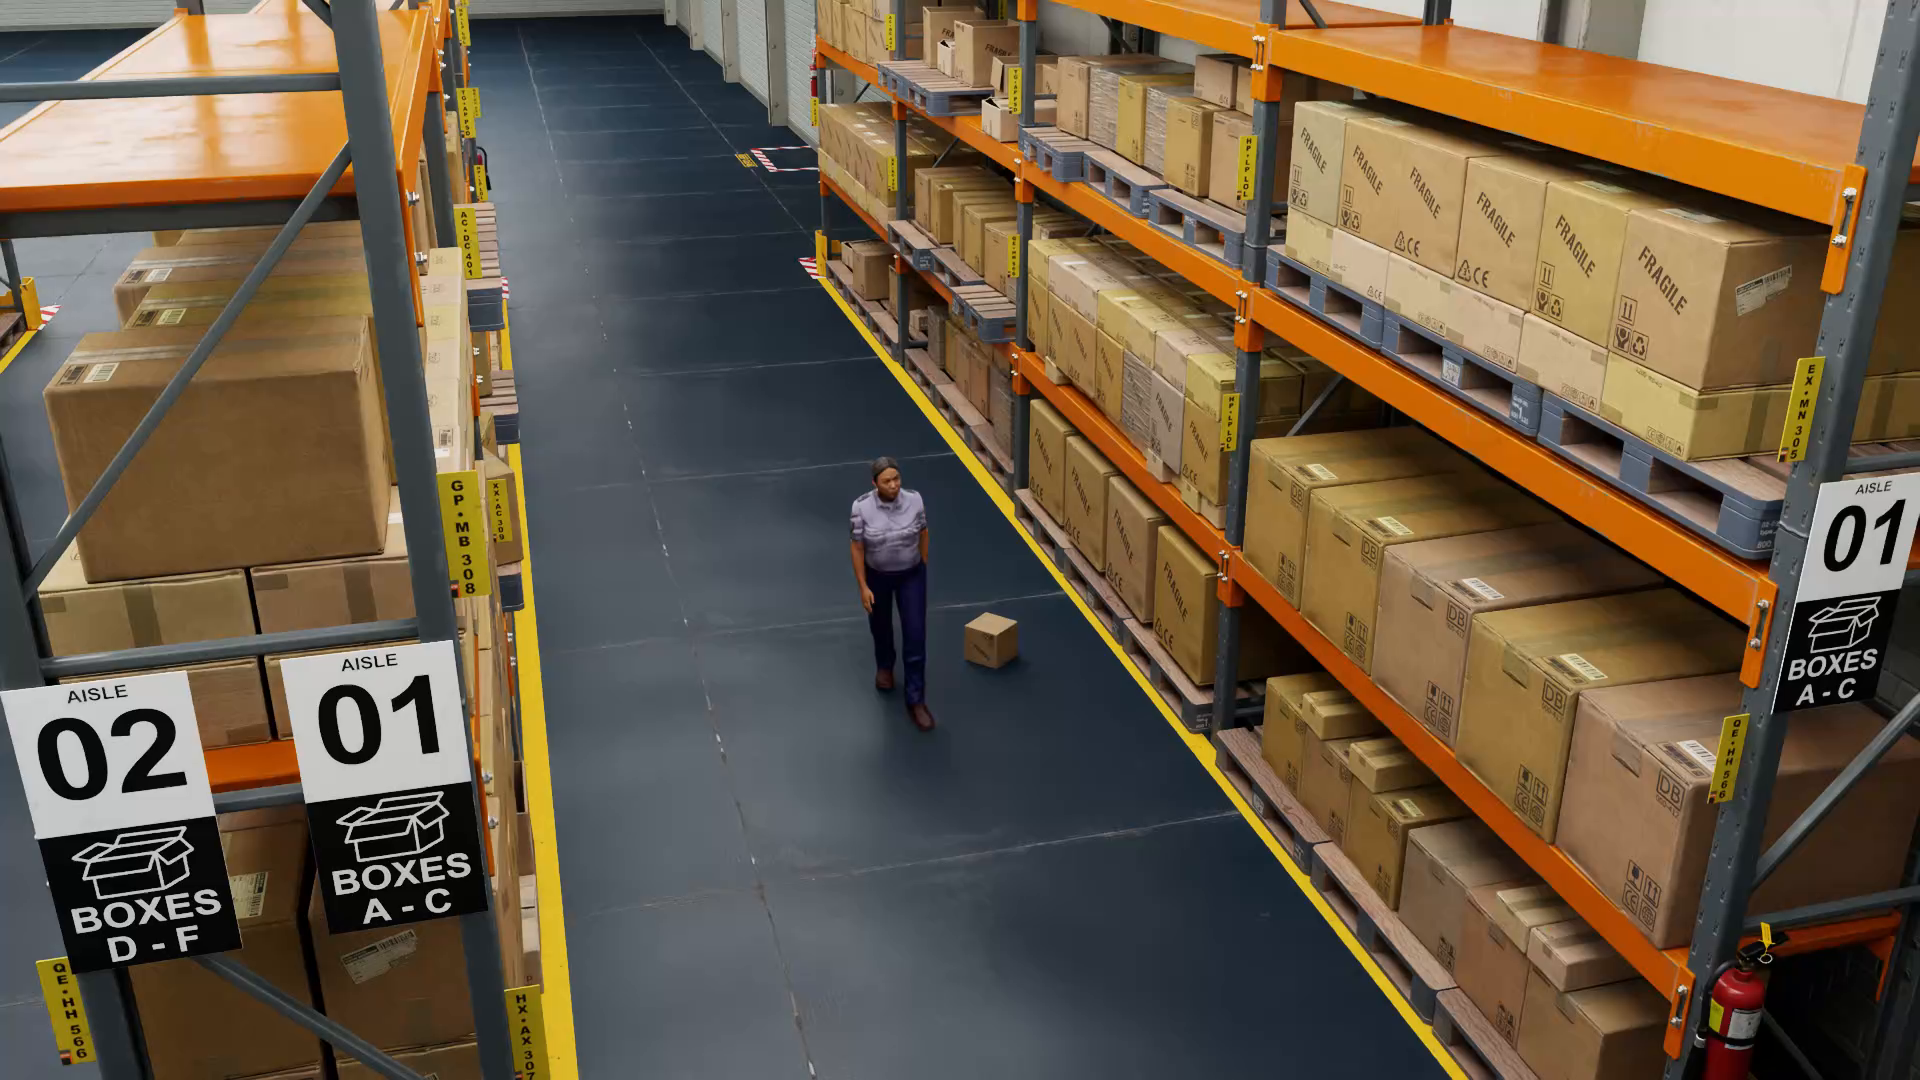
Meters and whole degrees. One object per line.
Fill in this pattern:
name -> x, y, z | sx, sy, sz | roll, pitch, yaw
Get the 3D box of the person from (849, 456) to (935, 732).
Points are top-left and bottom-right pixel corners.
person -> -0.415, 0.256, 10.066 | 0.494, 1.640, 0.783 | -1, 23, -3
